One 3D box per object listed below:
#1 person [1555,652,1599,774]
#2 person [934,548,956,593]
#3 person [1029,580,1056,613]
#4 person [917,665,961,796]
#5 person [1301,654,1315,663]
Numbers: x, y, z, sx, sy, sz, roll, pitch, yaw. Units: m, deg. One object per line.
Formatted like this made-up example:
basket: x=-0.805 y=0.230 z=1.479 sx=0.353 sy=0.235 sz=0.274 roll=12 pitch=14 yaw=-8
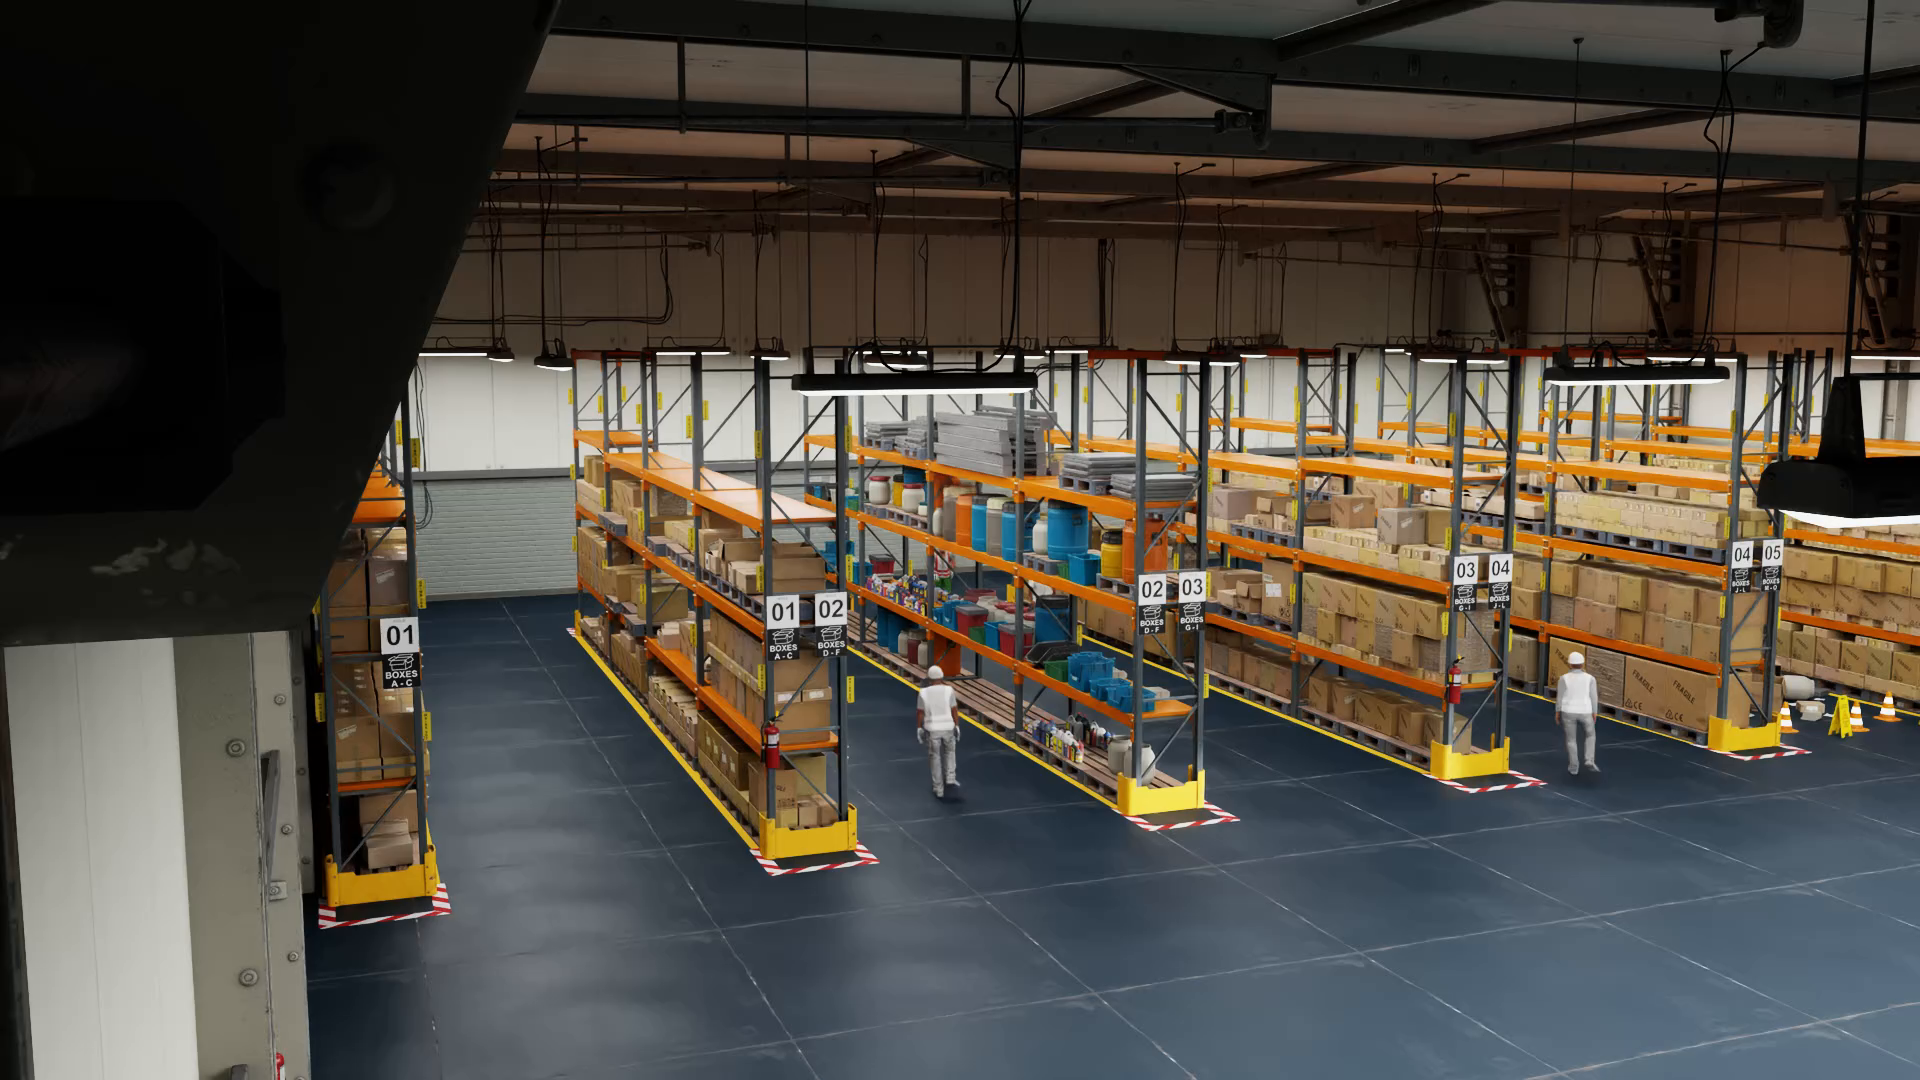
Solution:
person: x=8.884 y=2.493 z=23.899 sx=0.621 sy=1.766 sz=0.484 roll=2 pitch=7 yaw=15
person: x=-0.416 y=0.822 z=37.663 sx=0.690 sy=1.685 sz=0.643 roll=-2 pitch=7 yaw=-13
person: x=1.720 y=1.233 z=34.029 sx=0.643 sy=1.707 sz=1.071 roll=-1 pitch=7 yaw=-11
person: x=-0.294 y=2.612 z=22.829 sx=0.591 sy=1.775 sz=0.502 roll=-1 pitch=7 yaw=-9
person: x=6.508 y=1.595 z=31.341 sx=0.544 sy=1.754 sz=0.507 roll=-5 pitch=9 yaw=-35
